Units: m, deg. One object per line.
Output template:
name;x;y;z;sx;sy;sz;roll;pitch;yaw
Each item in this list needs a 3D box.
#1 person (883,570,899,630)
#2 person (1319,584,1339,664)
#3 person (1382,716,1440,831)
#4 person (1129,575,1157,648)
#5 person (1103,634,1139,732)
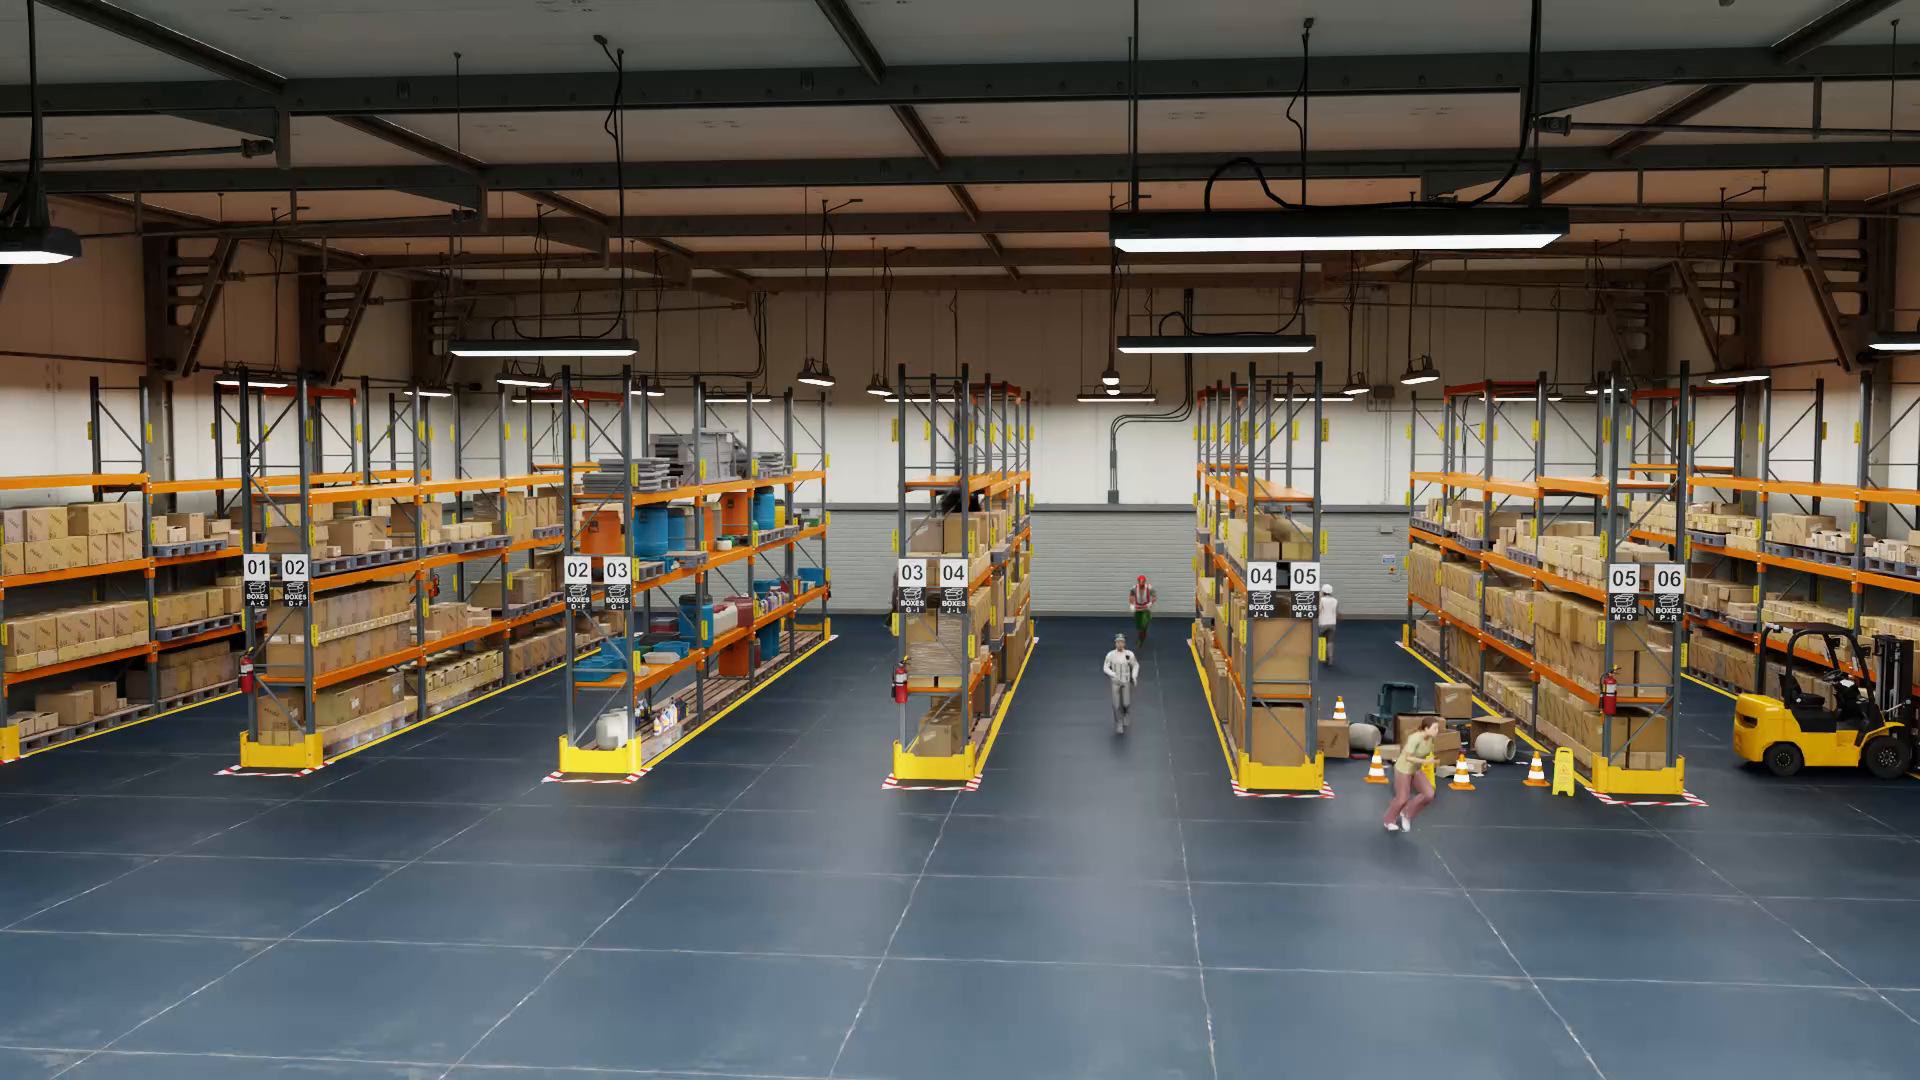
person;-1.517;1.431;41.930;0.884;1.783;0.659;1;4;16
person;7.921;1.818;36.102;0.640;1.726;0.662;-1;4;-9
person;5.660;2.904;20.717;0.610;1.510;0.880;-3;5;-38
person;4.304;1.661;39.069;0.655;1.722;0.842;1;4;11
person;2.695;2.393;27.792;0.605;1.659;0.538;0;4;4
